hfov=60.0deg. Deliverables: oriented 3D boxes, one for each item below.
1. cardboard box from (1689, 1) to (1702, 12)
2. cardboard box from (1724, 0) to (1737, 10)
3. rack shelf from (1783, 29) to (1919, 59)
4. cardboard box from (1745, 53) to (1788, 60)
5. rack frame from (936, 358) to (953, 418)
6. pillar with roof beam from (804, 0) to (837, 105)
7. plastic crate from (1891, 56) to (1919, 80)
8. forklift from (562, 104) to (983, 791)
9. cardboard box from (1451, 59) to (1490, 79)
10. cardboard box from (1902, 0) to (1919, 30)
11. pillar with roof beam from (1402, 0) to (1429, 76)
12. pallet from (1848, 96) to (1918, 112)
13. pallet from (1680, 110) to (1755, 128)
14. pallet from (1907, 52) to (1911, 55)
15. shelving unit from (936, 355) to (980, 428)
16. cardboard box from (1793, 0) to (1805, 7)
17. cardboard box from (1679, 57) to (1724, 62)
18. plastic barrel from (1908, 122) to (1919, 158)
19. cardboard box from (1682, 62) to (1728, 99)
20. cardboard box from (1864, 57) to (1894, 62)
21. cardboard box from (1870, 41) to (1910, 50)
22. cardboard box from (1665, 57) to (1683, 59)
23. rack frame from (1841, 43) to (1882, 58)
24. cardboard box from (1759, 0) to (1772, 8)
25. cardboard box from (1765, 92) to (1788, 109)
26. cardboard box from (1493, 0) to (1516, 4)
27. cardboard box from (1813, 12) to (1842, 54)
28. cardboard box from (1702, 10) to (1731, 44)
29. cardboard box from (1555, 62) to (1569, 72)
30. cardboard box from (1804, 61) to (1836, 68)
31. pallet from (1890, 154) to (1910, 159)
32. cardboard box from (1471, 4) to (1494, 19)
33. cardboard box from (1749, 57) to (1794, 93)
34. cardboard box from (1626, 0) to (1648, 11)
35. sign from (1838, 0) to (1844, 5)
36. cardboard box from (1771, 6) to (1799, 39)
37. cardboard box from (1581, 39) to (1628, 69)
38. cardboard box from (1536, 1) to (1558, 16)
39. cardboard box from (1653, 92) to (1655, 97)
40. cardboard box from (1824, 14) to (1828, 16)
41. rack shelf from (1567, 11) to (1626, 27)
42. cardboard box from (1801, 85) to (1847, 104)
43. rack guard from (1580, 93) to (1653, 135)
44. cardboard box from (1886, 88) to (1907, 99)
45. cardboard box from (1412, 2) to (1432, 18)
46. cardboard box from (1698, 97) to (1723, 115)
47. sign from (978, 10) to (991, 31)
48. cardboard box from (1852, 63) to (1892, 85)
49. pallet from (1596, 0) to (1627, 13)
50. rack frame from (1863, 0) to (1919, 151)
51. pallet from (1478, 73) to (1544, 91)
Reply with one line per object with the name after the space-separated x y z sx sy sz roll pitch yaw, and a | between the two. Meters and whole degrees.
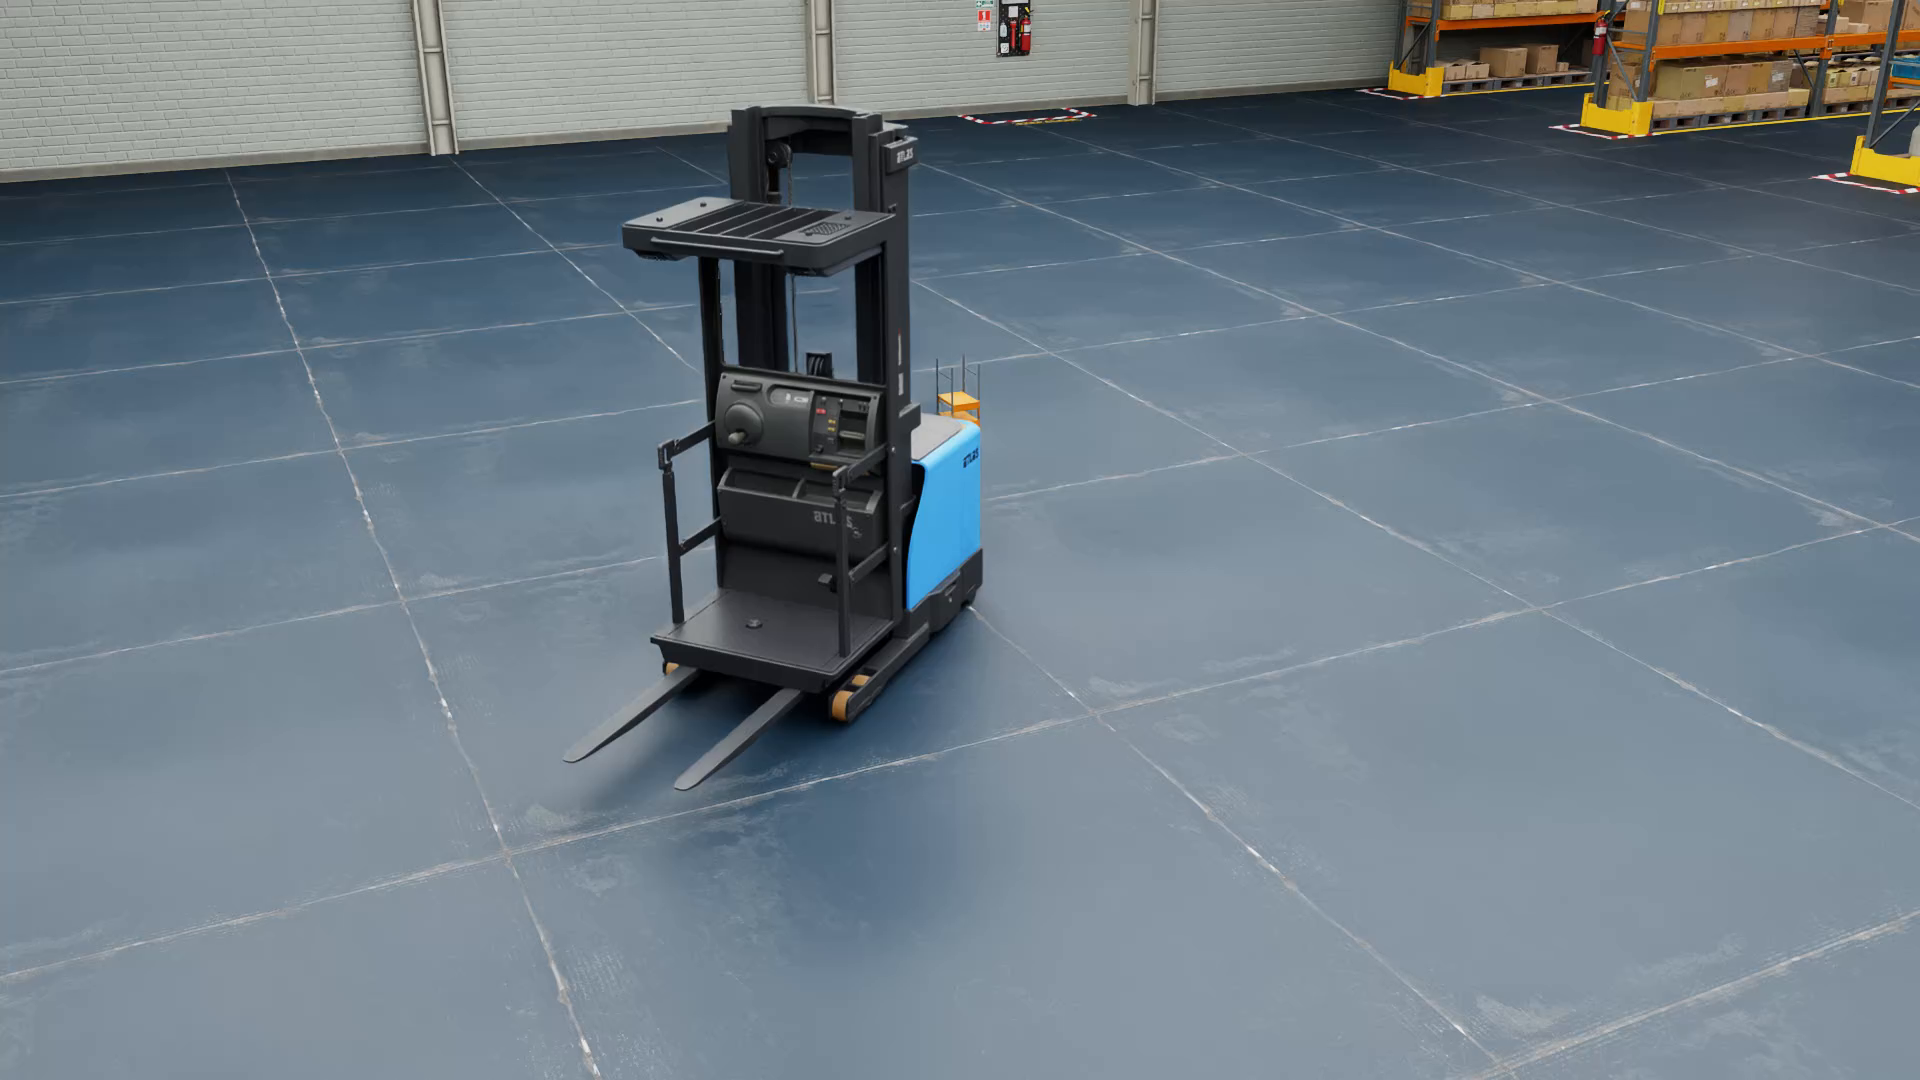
11.401 -8.384 26.104 0.250 0.149 0.380 -10 25 -23 | cardboard box
12.098 -8.513 26.415 0.250 0.149 0.380 -11 25 -24 | cardboard box
15.898 -8.625 28.605 4.000 0.370 1.077 -10 25 -24 | rack shelf
13.542 -7.927 28.043 0.500 0.500 0.500 -10 25 -24 | cardboard box
-0.095 -0.537 10.478 0.006 1.200 0.240 -10 25 -24 | rack frame
-0.350 -9.381 21.646 0.400 9.000 9.100 -10 25 -24 | pillar with roof beam
12.958 -6.372 22.416 0.616 0.251 0.499 -10 25 -24 | plastic crate
-0.926 -0.606 8.382 1.130 2.935 3.031 10 24 22 | forklift
9.516 -8.808 31.046 0.500 0.311 0.500 -8 24 -19 | cardboard box
16.195 -9.051 28.563 0.500 0.500 0.500 -12 25 -26 | cardboard box
10.462 -11.371 26.455 0.400 9.000 9.100 -10 25 -24 | pillar with roof beam
15.843 -7.677 29.019 1.213 0.211 1.003 -10 25 -24 | pallet
12.260 -7.016 27.423 1.213 0.211 1.003 -10 25 -24 | pallet
20.972 -10.674 36.260 1.213 0.211 1.003 -10 25 -24 | pallet
-0.013 -0.552 10.515 0.189 1.200 0.258 -10 25 -24 | shelving unit
13.485 -8.768 27.031 0.250 0.149 0.380 -11 25 -25 | cardboard box
12.191 -7.677 27.440 0.500 0.500 0.500 -10 25 -24 | cardboard box
13.196 -5.434 22.660 0.421 0.512 0.421 0 22 0 | plastic barrel
11.966 -7.415 26.808 0.500 0.500 0.500 -10 25 -24 | cardboard box
16.170 -8.312 29.222 0.500 0.311 0.500 -11 25 -25 | cardboard box
19.871 -10.787 35.606 0.500 0.500 0.700 -10 25 -23 | cardboard box
13.972 -9.769 33.121 0.500 0.500 0.700 -11 25 -24 | cardboard box
19.152 -11.659 34.994 0.127 3.000 1.000 -10 25 -24 | rack frame
12.799 -8.642 26.728 0.250 0.149 0.380 -10 24 -22 | cardboard box
13.318 -7.317 27.551 0.500 0.250 0.500 -10 25 -24 | cardboard box
9.818 -10.093 30.400 0.500 0.500 0.500 -11 25 -25 | cardboard box
17.823 -10.559 34.598 0.750 0.750 0.750 -10 24 -22 | cardboard box
11.839 -8.250 26.629 0.500 0.500 0.700 -10 25 -23 | cardboard box
11.475 -9.127 32.007 0.250 0.166 0.380 -14 26 -30 | cardboard box
14.802 -8.063 28.619 0.500 0.311 0.500 -10 24 -22 | cardboard box
13.419 -5.128 22.861 1.213 0.211 1.003 -10 25 -24 | pallet
9.379 -9.671 30.361 0.500 0.250 0.500 -11 25 -25 | cardboard box
13.317 -7.664 27.409 0.500 0.500 0.500 -10 25 -24 | cardboard box
10.753 -8.437 26.231 0.250 0.149 0.380 -11 25 -25 | cardboard box
14.338 -8.871 27.024 0.005 0.325 0.100 -10 25 -24 | sign
13.226 -8.506 27.247 0.500 0.500 0.700 -11 25 -24 | cardboard box
12.600 -9.508 32.491 0.500 0.500 0.700 -10 24 -22 | cardboard box
10.750 -9.920 30.964 0.500 0.250 0.500 -11 25 -24 | cardboard box
11.292 -7.163 27.180 0.500 0.250 0.500 -10 25 -24 | cardboard box
14.808 -8.773 28.197 0.258 0.266 0.396 -11 25 -25 | cardboard box
13.746 -10.331 32.727 4.000 0.370 1.077 -10 25 -24 | rack shelf
14.567 -7.531 28.067 0.500 0.250 0.500 -11 25 -25 | cardboard box
10.470 -6.803 26.531 0.348 0.500 1.175 -10 25 -24 | rack guard
15.952 -7.786 28.683 0.500 0.250 0.500 -10 24 -23 | cardboard box
8.677 -9.753 30.559 0.500 0.250 0.500 -10 25 -23 | cardboard box
11.971 -7.065 26.941 0.500 0.250 0.500 -10 25 -24 | cardboard box
0.403 -8.651 27.681 0.234 0.329 0.001 -10 25 -24 | sign
15.495 -7.958 28.367 0.500 0.311 0.500 -11 25 -25 | cardboard box
12.696 -10.320 32.010 1.213 0.211 1.003 -10 25 -24 | pallet
12.636 -6.254 21.937 0.127 3.000 1.000 -10 25 -24 | rack frame
10.253 -8.716 31.531 1.213 0.211 1.003 -10 25 -24 | pallet
